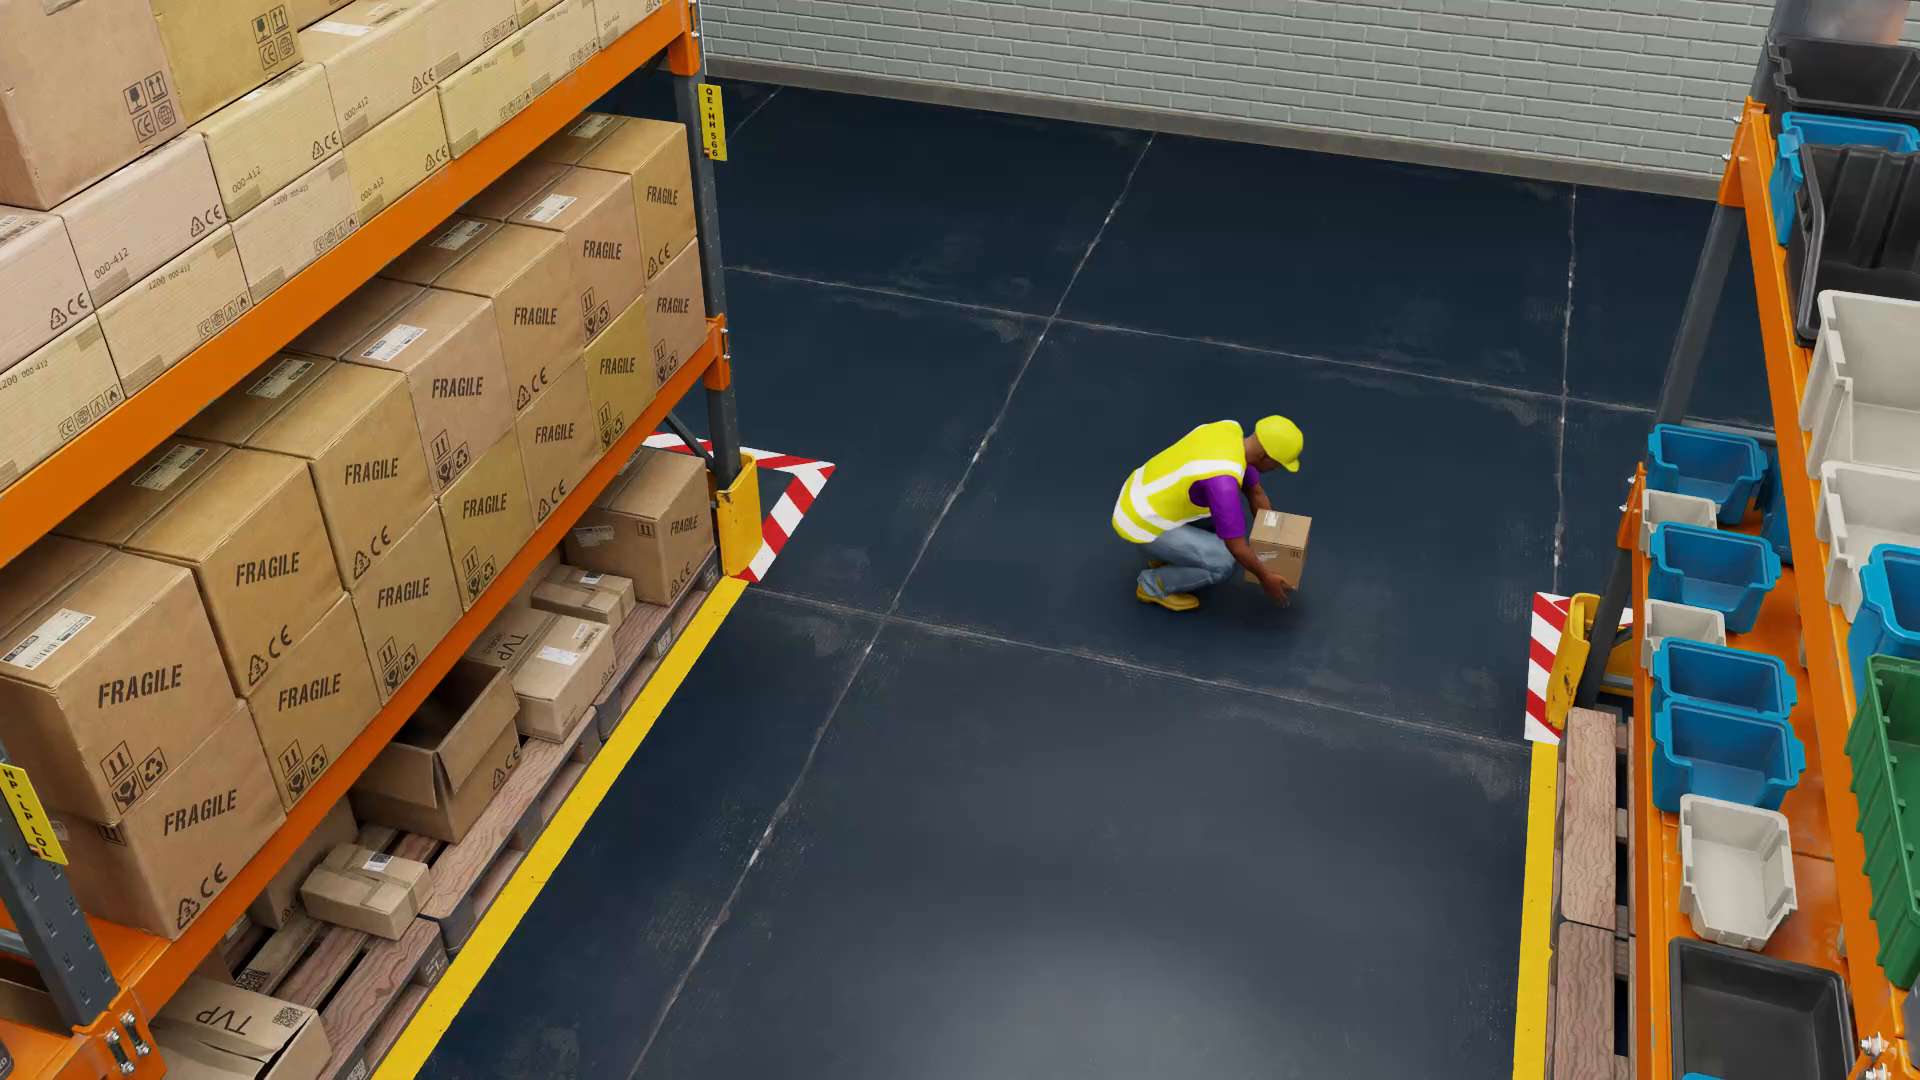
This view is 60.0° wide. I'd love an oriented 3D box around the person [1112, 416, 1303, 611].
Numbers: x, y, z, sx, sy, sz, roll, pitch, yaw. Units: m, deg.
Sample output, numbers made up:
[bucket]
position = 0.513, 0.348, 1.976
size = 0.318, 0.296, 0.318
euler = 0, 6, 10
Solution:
[person]
position = -0.216, 4.331, 1.735
size = 2.546, 1.000, 15.740
euler = 10, 38, 13
